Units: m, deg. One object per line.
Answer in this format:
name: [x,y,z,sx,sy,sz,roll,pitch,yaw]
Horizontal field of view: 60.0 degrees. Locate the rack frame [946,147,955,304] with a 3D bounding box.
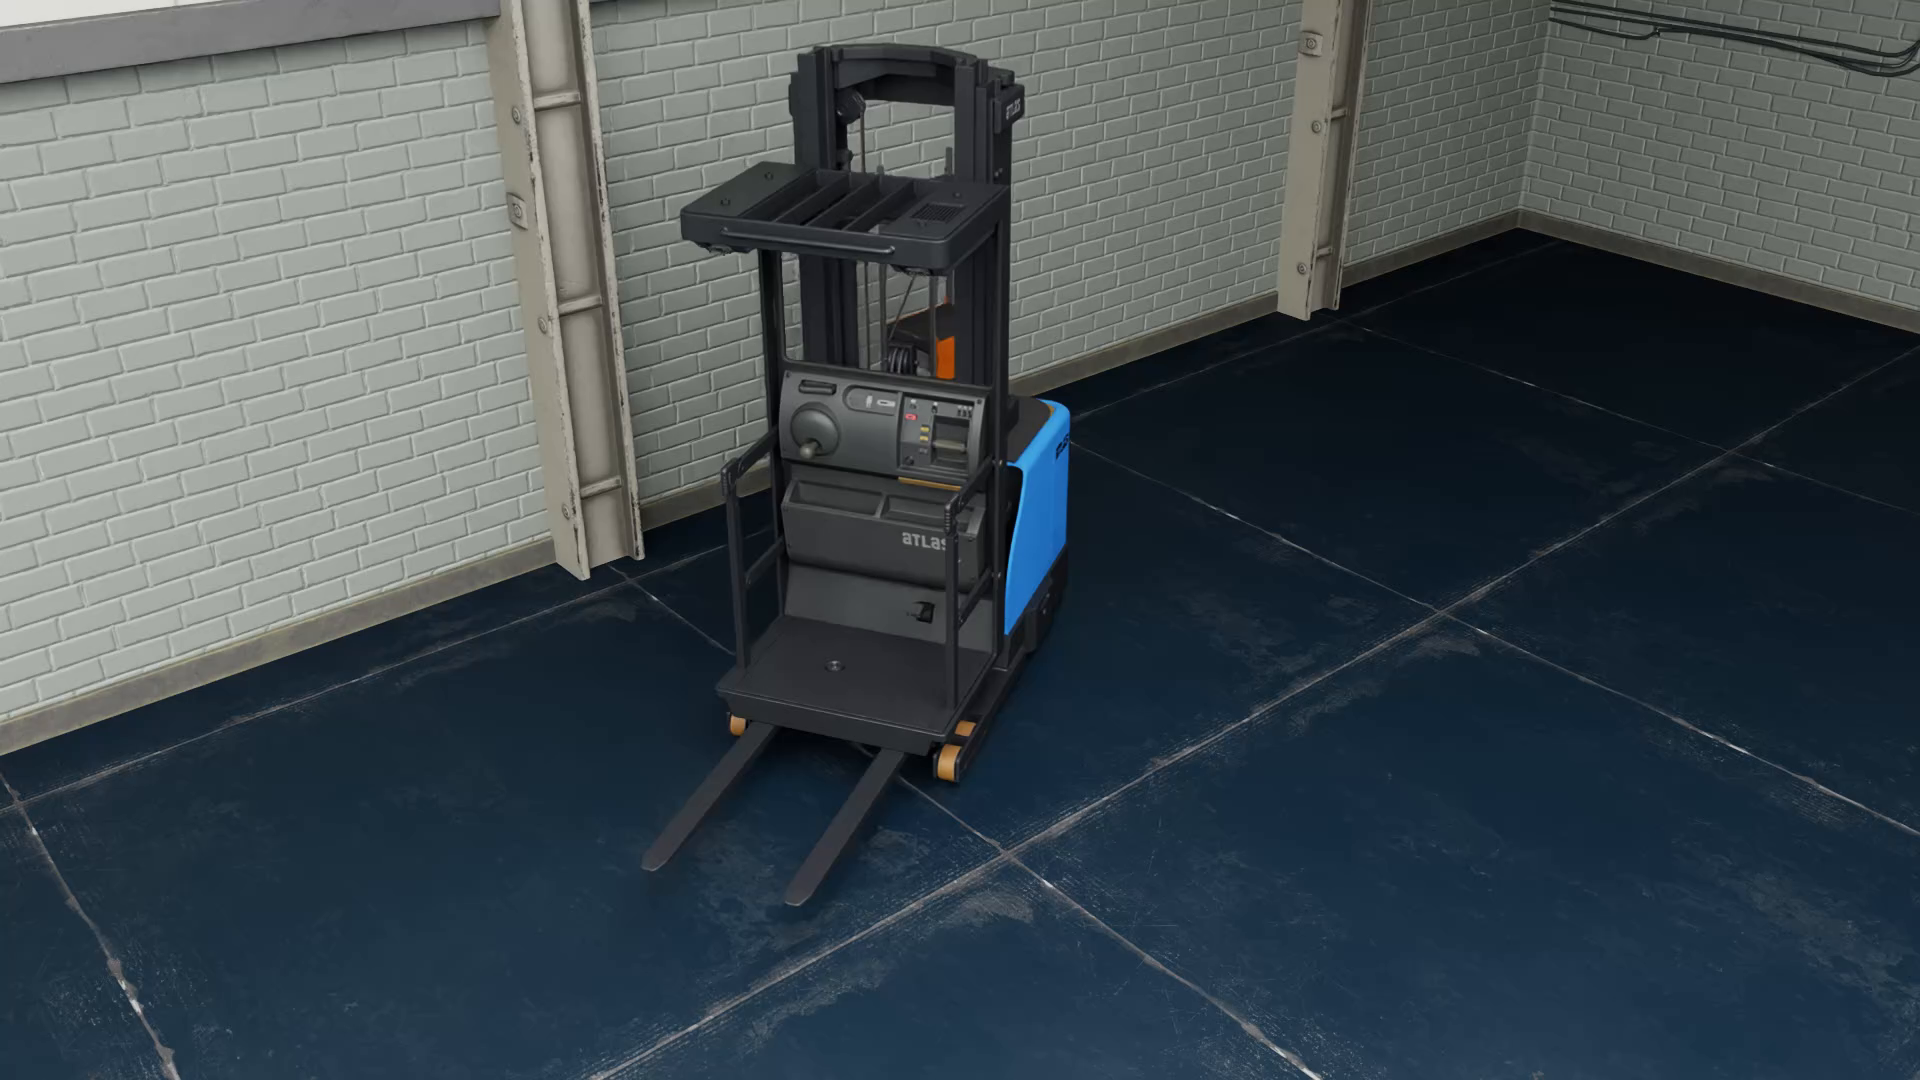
rack frame: [0.075,-1.041,8.969,0.400,2.100,0.015,25,37,38]

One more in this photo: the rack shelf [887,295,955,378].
rack shelf: [-0.095,-0.946,8.821,0.431,0.518,0.480,25,37,38]

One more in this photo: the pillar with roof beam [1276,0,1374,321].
pillar with roof beam: [5.396,-4.160,7.486,0.400,9.000,9.100,-22,35,-35]

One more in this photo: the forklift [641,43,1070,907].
forklift: [-0.412,-0.452,6.987,1.130,2.935,3.031,9,30,17]

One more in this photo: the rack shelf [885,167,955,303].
rack shelf: [-0.095,-1.563,8.492,0.431,0.518,0.480,25,37,38]

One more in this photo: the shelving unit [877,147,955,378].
shelving unit: [-0.095,-0.958,8.815,0.431,2.100,0.503,25,37,38]

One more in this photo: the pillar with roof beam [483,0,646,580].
pillar with roof beam: [0.832,-2.324,4.052,0.400,9.000,9.100,-22,35,-35]

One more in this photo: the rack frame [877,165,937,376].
rack frame: [-0.265,-0.876,8.661,0.400,2.100,0.015,25,37,38]

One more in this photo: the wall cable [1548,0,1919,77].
wall cable: [5.701,-4.761,11.906,0.112,2.526,3.097,-22,35,-35]
